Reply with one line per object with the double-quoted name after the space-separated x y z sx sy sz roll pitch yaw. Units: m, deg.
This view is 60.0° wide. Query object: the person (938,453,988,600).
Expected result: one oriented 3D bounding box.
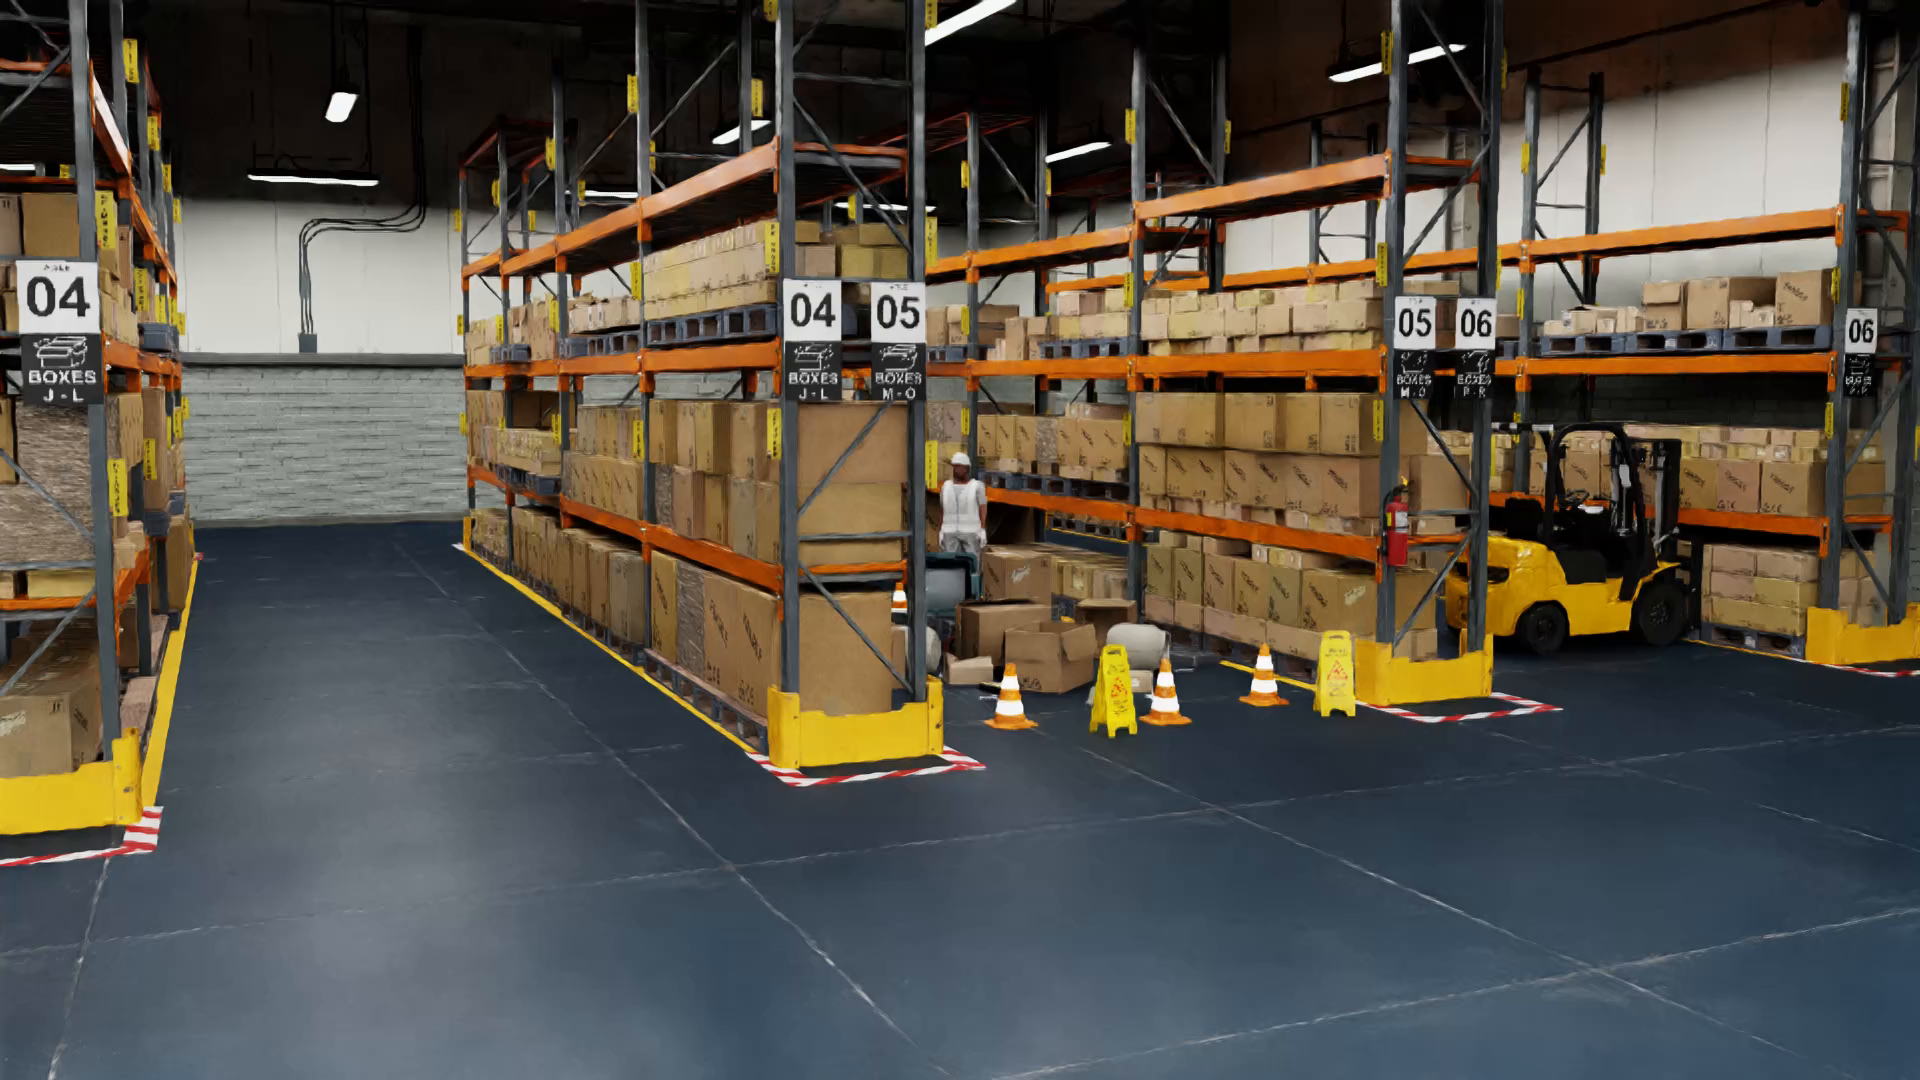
0.029 -0.055 18.016 0.592 1.779 0.774 1 5 14 "person"
